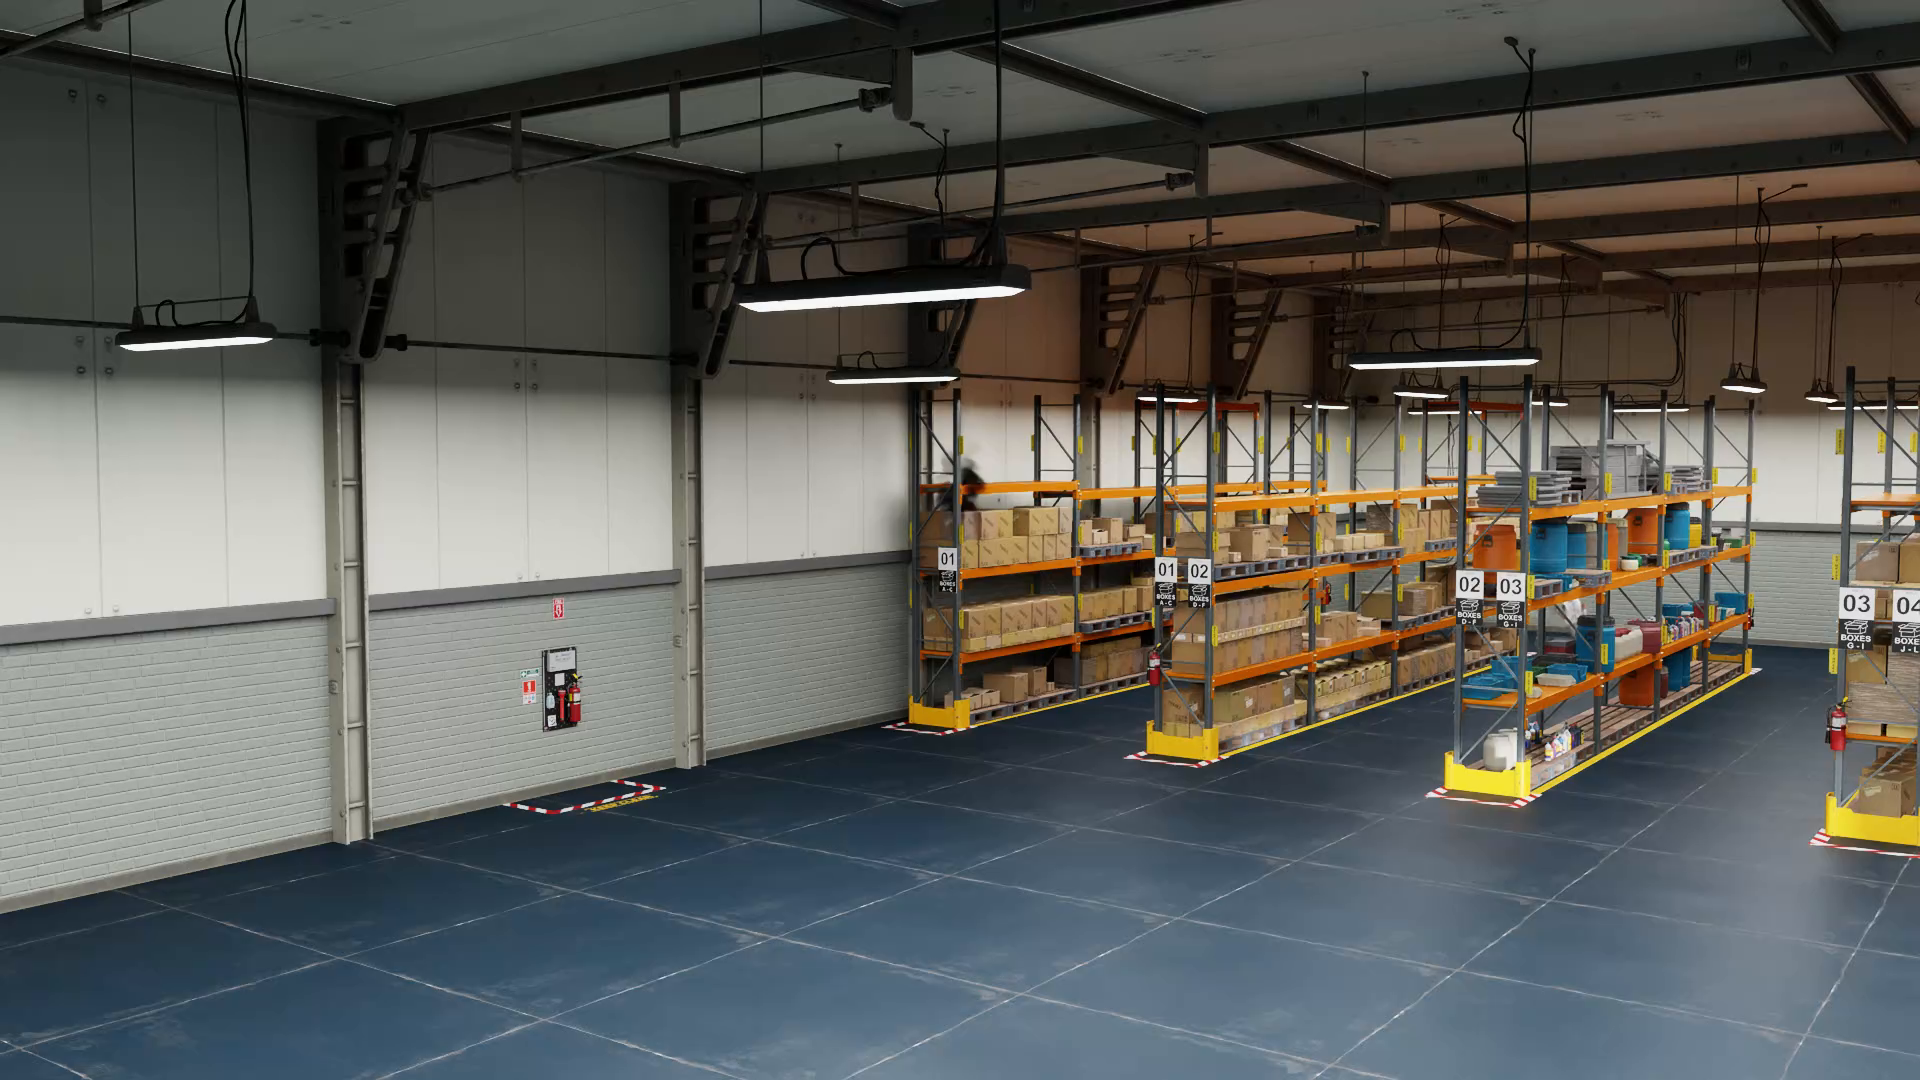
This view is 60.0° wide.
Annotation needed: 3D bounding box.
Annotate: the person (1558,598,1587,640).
[{"bbox_3d":[14.484,1.914,39.132,0.832,1.723,0.671,0,3,7],"label":"person"}]
